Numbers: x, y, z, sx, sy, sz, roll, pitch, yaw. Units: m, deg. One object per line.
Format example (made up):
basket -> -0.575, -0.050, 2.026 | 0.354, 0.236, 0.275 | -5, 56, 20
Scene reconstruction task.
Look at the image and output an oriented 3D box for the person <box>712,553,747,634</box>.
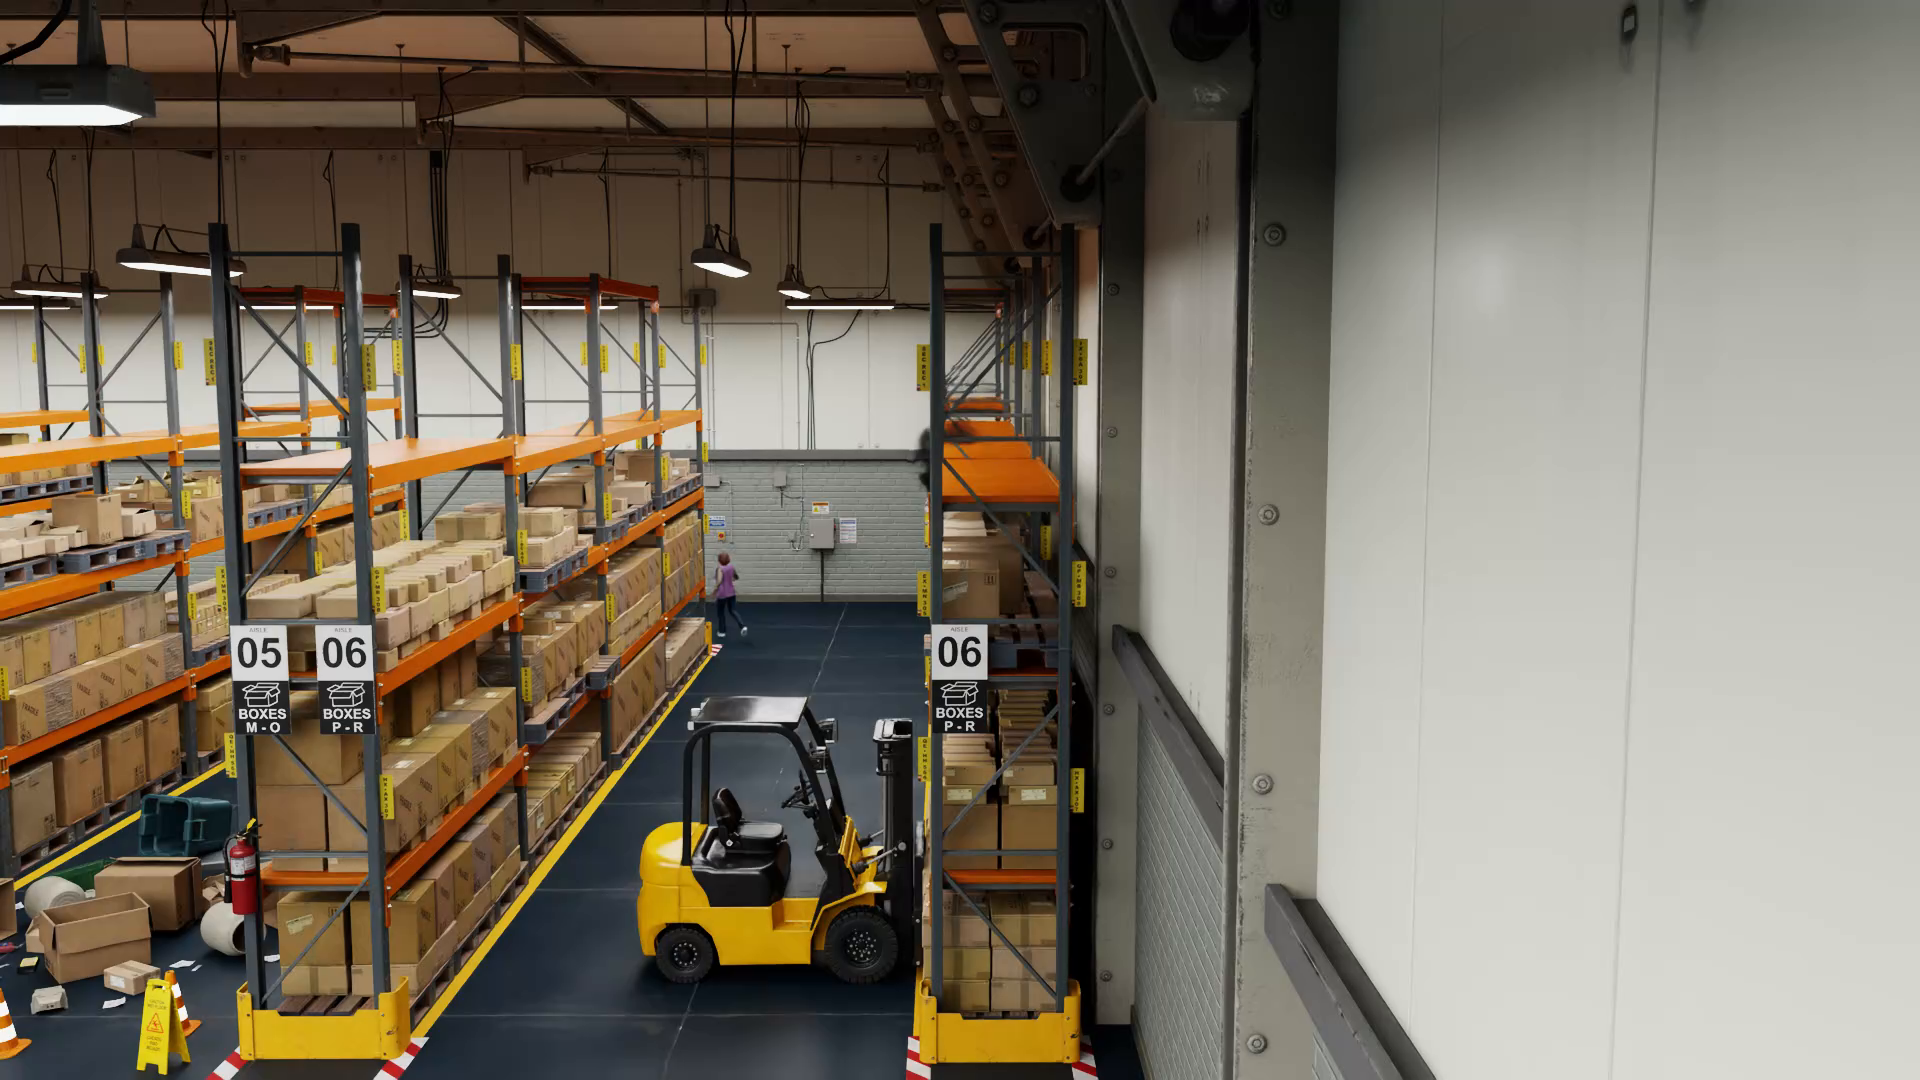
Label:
person -> -4.113, 0.948, 29.110 | 0.599, 1.481, 0.687 | -6, 9, -41
